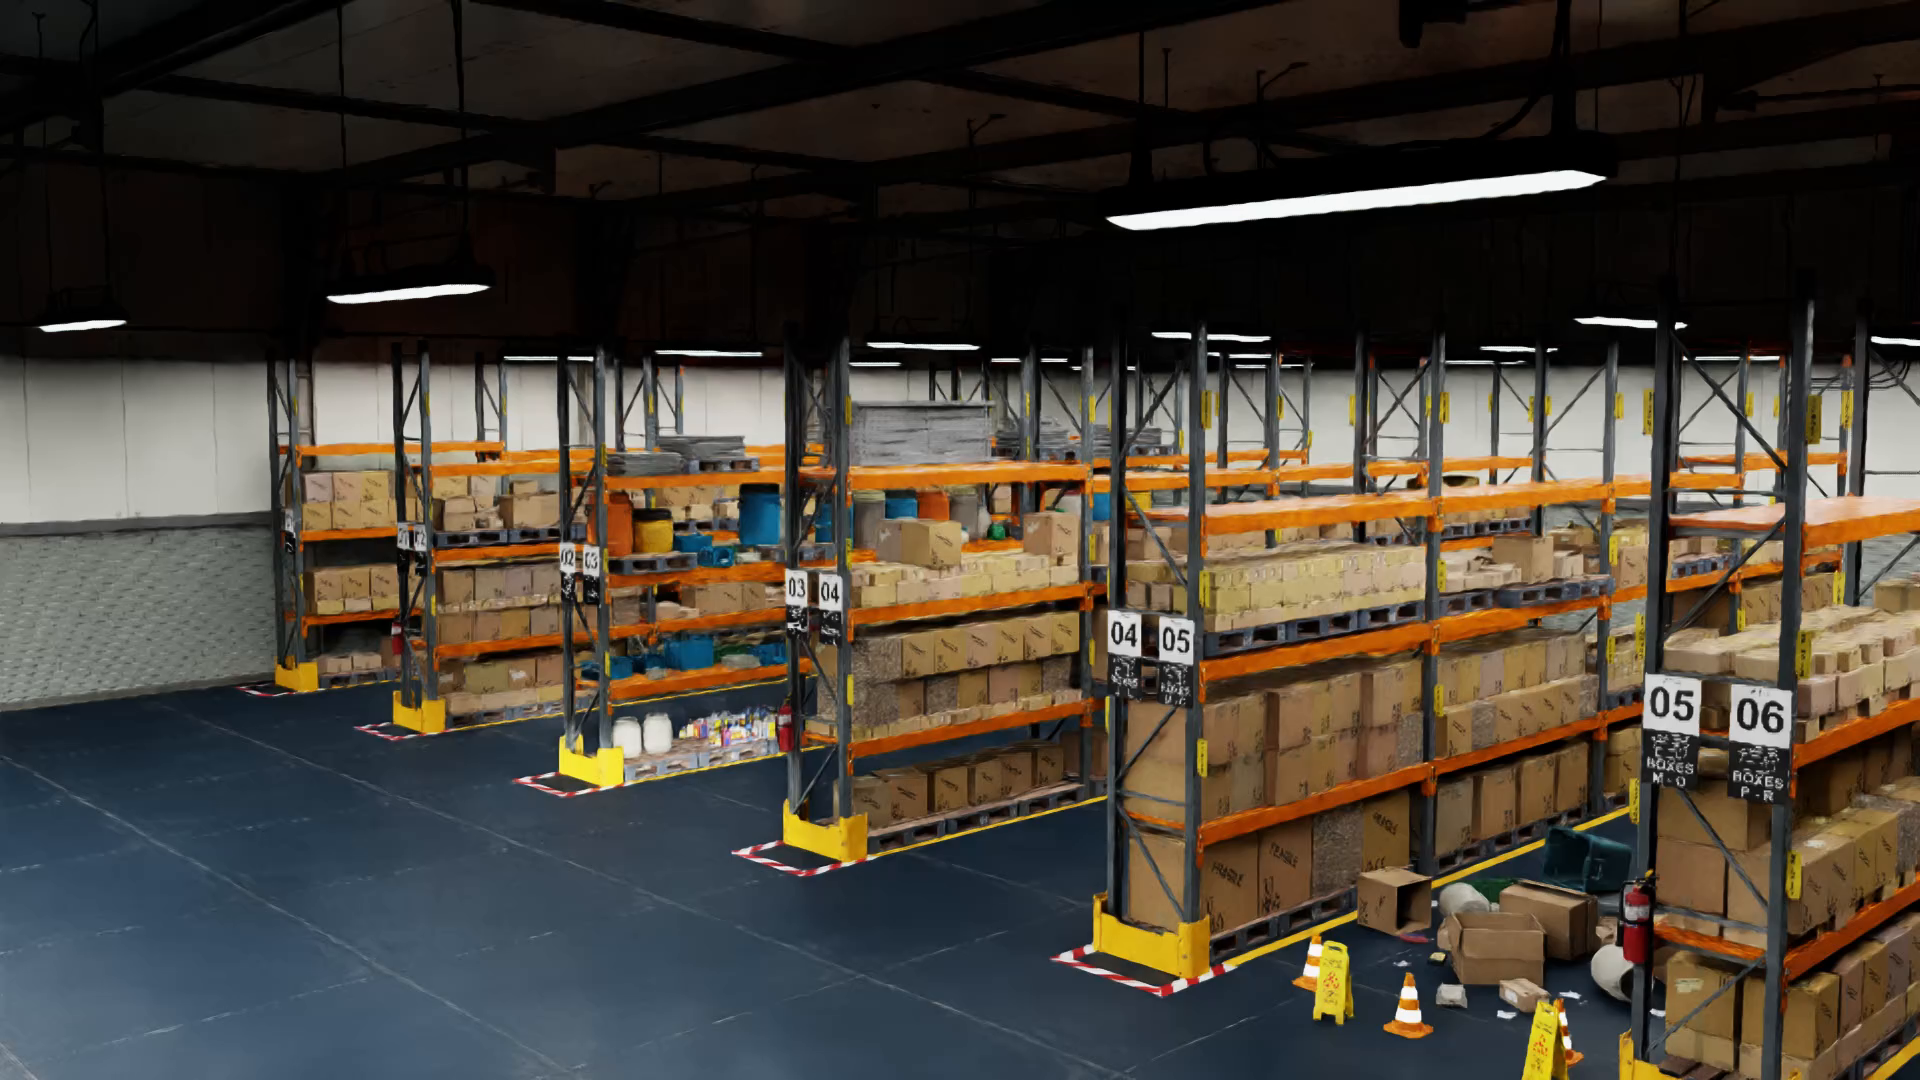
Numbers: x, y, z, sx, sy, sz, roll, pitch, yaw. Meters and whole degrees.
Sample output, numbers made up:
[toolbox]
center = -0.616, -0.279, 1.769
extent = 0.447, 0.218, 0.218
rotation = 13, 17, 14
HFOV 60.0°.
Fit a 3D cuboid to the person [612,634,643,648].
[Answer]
[person]
center = -6.304, 1.598, 31.209
extent = 0.564, 1.736, 1.044
rotation = 5, 7, 45
